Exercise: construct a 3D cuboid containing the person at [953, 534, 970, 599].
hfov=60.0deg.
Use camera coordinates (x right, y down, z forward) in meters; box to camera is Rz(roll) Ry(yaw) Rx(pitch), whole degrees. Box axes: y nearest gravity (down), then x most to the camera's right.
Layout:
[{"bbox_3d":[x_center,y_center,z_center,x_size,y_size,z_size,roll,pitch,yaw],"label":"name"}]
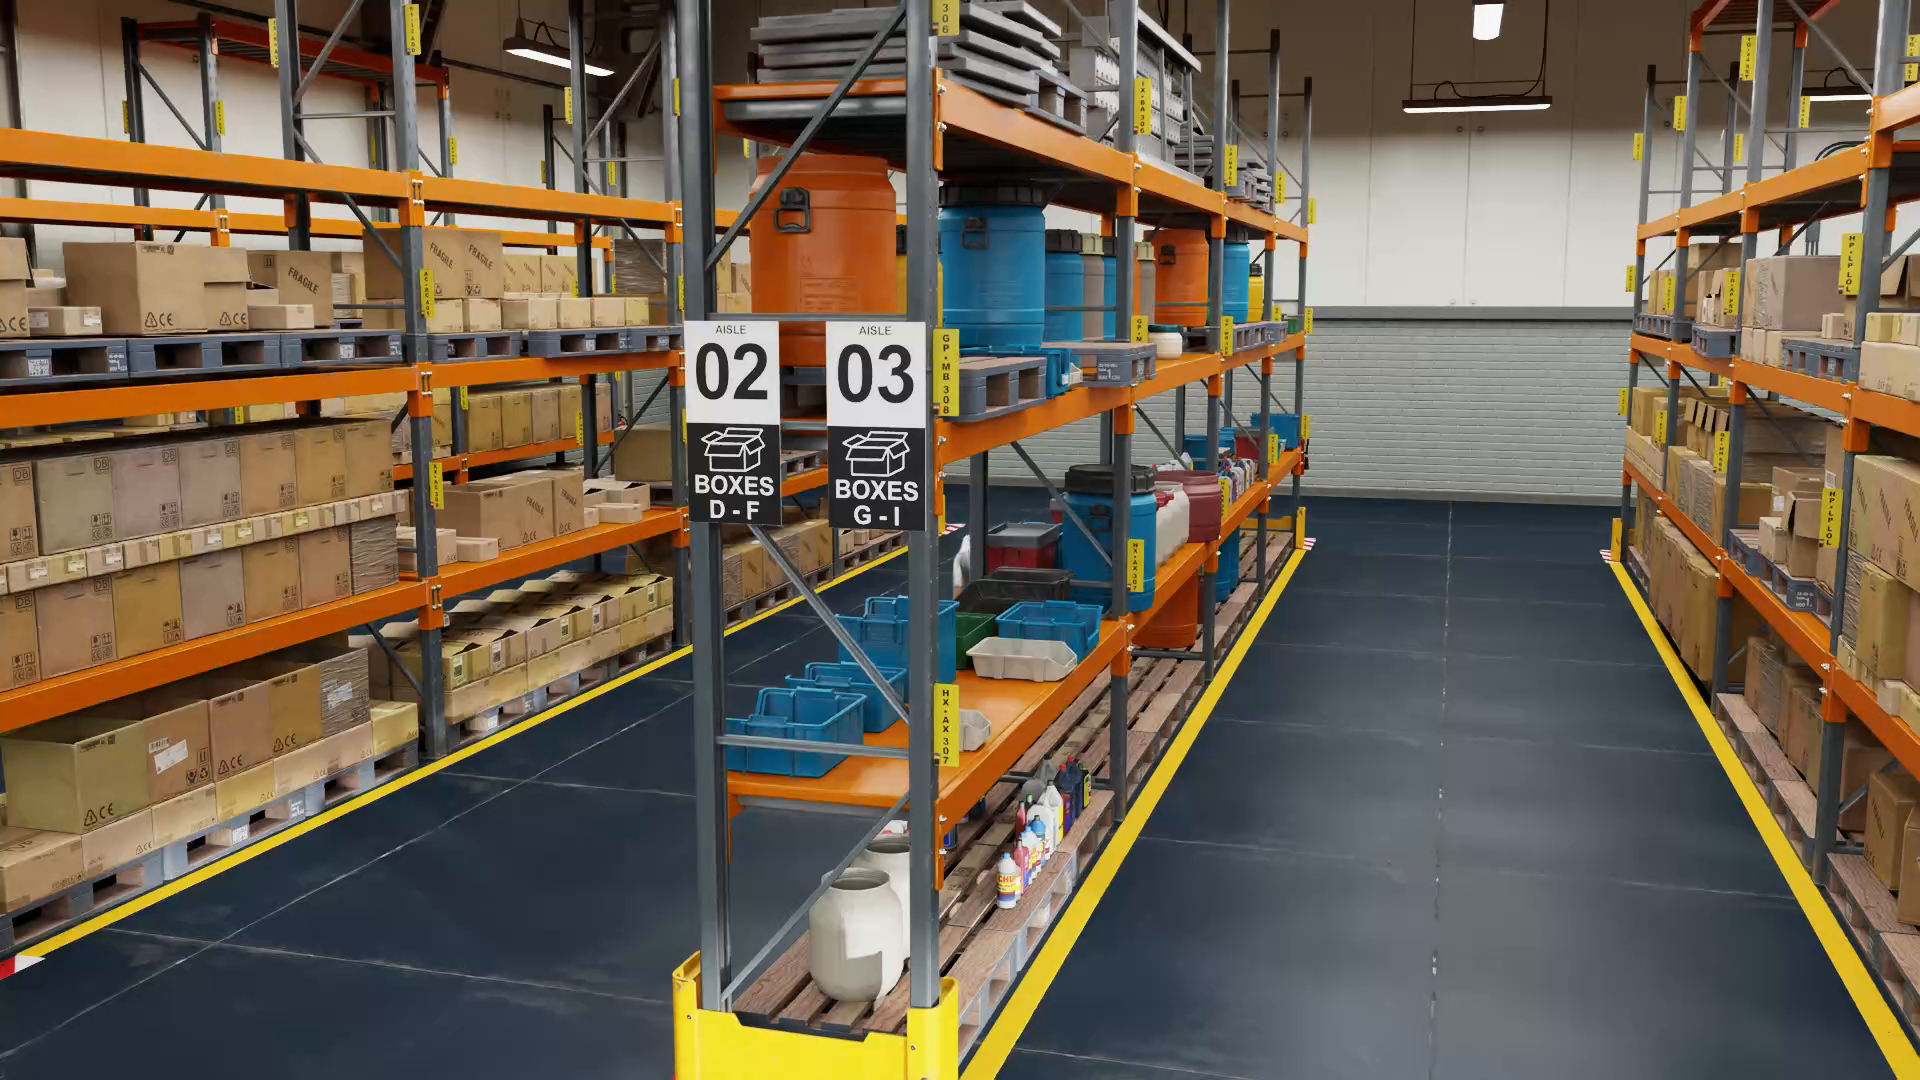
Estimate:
[{"bbox_3d":[0.177,0.471,15.849,0.492,1.025,0.951,2,9,14],"label":"person"}]
